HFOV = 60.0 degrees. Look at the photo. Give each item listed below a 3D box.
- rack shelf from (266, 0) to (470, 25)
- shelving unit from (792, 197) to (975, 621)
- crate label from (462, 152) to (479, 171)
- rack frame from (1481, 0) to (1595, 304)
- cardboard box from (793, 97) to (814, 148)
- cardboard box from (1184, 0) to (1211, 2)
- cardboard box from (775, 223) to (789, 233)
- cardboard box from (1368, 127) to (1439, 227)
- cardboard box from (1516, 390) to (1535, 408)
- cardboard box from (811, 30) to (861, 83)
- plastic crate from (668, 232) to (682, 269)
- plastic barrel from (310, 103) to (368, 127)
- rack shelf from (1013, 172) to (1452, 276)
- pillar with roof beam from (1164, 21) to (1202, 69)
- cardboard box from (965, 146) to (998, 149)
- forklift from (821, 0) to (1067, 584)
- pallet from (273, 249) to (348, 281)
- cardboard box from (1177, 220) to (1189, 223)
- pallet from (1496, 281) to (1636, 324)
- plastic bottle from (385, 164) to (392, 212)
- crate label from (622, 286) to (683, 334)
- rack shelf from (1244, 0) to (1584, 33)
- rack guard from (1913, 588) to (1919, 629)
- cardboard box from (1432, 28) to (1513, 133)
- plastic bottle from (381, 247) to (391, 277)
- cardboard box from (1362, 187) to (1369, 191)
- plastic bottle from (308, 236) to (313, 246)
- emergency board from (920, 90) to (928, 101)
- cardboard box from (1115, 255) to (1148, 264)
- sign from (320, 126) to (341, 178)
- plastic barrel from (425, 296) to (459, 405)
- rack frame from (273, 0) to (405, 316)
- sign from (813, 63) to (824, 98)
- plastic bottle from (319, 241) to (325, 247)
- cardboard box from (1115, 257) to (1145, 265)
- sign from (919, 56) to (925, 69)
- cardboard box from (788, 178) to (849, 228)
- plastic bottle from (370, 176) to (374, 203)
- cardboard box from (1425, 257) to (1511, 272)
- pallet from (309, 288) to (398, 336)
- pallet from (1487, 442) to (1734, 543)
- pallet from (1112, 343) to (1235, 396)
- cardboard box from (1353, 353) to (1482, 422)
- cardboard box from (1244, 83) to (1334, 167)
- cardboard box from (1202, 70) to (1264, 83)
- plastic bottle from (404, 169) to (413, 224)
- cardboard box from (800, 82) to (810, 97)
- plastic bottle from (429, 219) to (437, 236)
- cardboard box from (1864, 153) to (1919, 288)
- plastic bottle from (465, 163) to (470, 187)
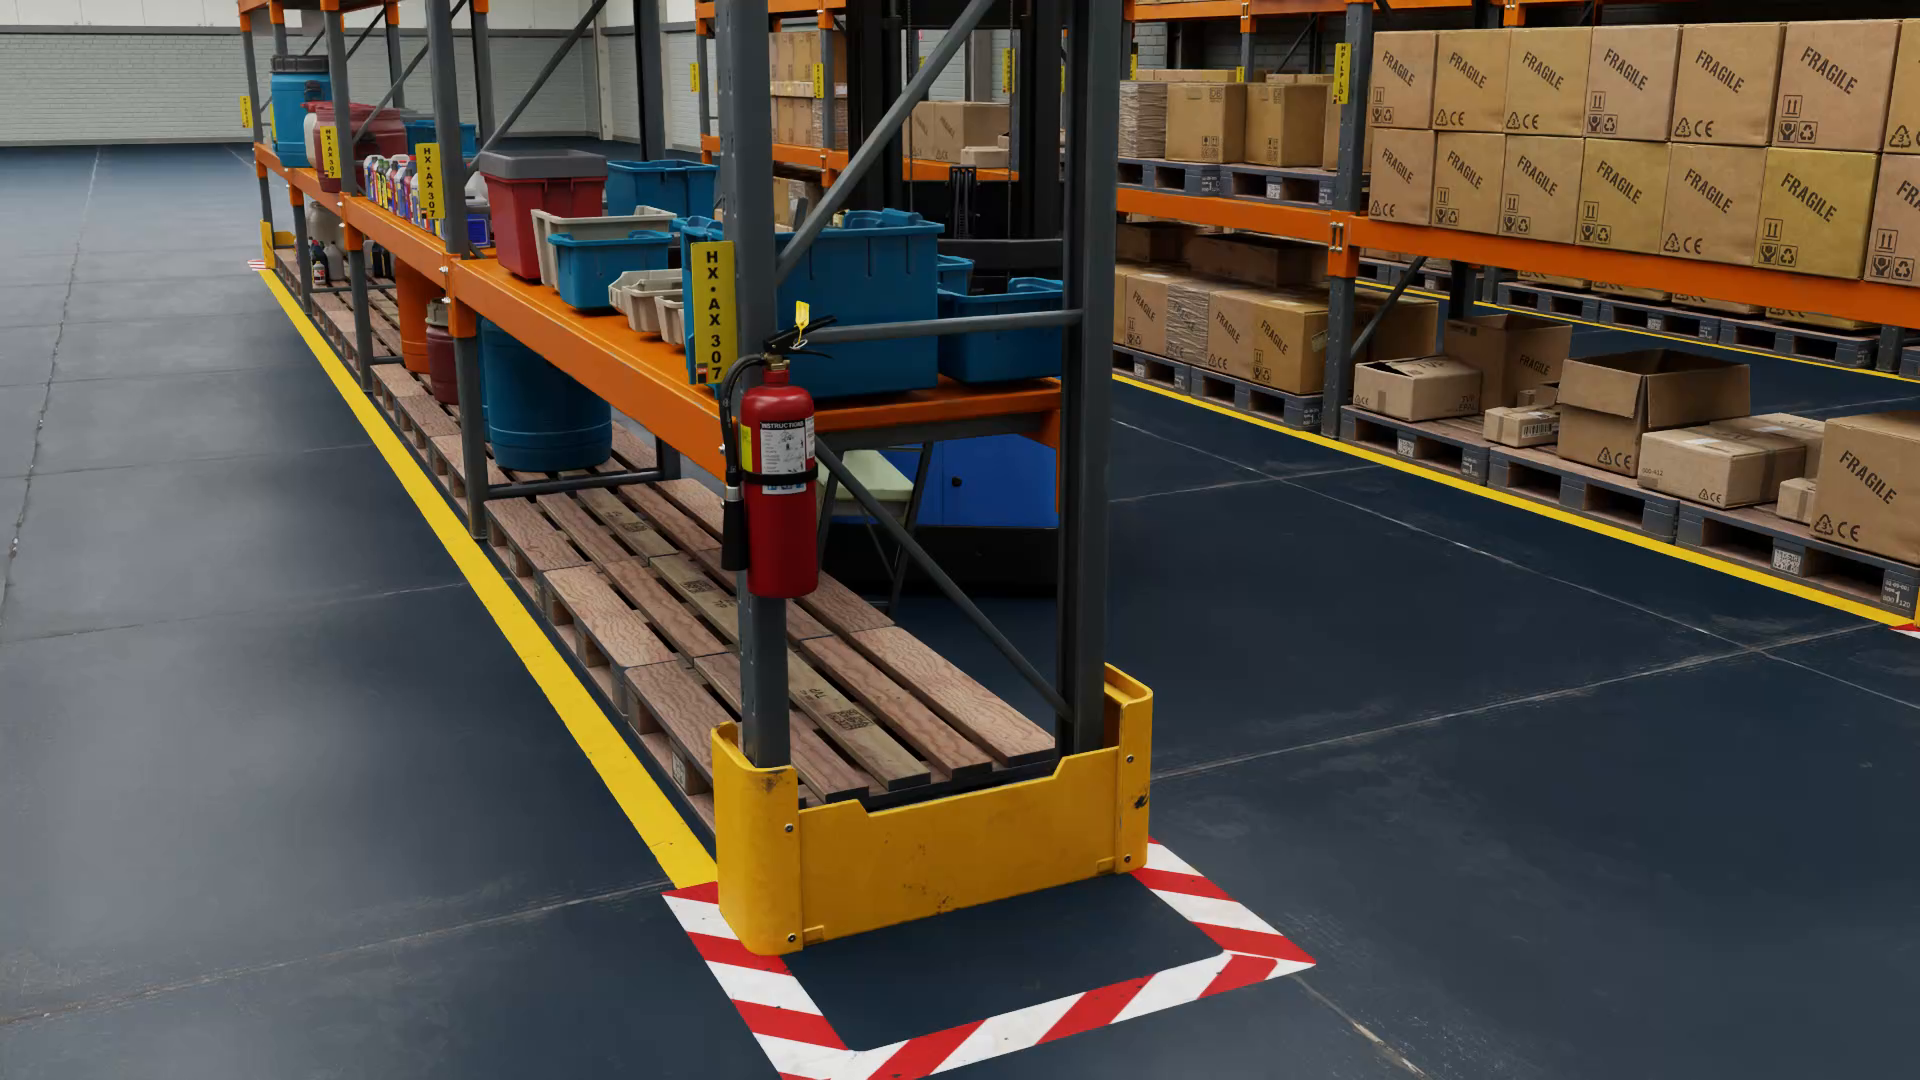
[{"bbox_3d":[-4.460,-4.092,12.439,1.077,0.370,4.000,-8,18,-25],"label":"rack shelf"},{"bbox_3d":[-0.448,-0.491,6.517,0.431,1.500,0.755,1,24,-30],"label":"shelving unit"},{"bbox_3d":[-3.431,-2.570,11.571,0.303,0.233,0.416,-8,18,-25],"label":"crate label"},{"bbox_3d":[5.322,-3.698,15.197,1.000,3.000,0.127,-8,18,-25],"label":"rack frame"},{"bbox_3d":[-1.319,-4.377,17.384,0.700,0.500,0.500,-8,18,-25],"label":"cardboard box"},{"bbox_3d":[2.916,-6.411,18.998,0.500,0.500,0.500,-9,18,-30],"label":"cardboard box"},{"bbox_3d":[-1.724,-3.306,18.056,0.500,0.250,0.500,-8,18,-25],"label":"cardboard box"},{"bbox_3d":[2.601,-1.995,9.083,0.500,0.500,0.500,-7,17,-23],"label":"cardboard box"},{"bbox_3d":[3.346,-0.755,9.313,0.380,0.149,0.250,-8,18,-25],"label":"cardboard box"},{"bbox_3d":[-1.082,-4.871,16.752,0.700,0.500,0.500,-8,18,-25],"label":"cardboard box"},{"bbox_3d":[-1.099,-1.160,6.745,0.437,0.125,0.590,-8,18,-25],"label":"plastic crate"},{"bbox_3d":[-4.793,-3.112,12.910,0.433,0.535,0.433,0,16,0],"label":"plastic barrel"},{"bbox_3d":[1.747,-2.256,11.479,1.077,0.370,4.000,-8,18,-25],"label":"rack shelf"},{"bbox_3d":[-0.968,-7.976,19.229,9.100,9.000,0.400,-8,18,-25],"label":"pillar with roof beam"},{"bbox_3d":[0.261,-3.287,14.221,0.380,0.149,0.250,-6,17,-21],"label":"cardboard box"},{"bbox_3d":[0.051,-1.582,7.949,1.130,2.935,3.031,1,16,4],"label":"forklift"},{"bbox_3d":[-6.662,-2.928,17.573,1.003,0.211,1.213,-8,18,-25],"label":"pallet"},{"bbox_3d":[2.887,-3.930,20.377,0.380,0.149,0.250,-9,18,-29],"label":"cardboard box"},{"bbox_3d":[5.600,-2.153,14.869,1.003,0.211,1.213,-8,18,-25],"label":"pallet"},{"bbox_3d":[-3.296,-2.055,9.707,0.097,0.271,0.097,0,16,0],"label":"plastic bottle"},{"bbox_3d":[-0.857,-0.739,5.257,0.396,0.136,0.243,-8,18,-25],"label":"crate label"},{"bbox_3d":[4.446,-5.289,16.611,1.077,0.370,4.000,-8,18,-25],"label":"rack shelf"},{"bbox_3d":[4.342,0.068,6.606,1.175,0.500,0.348,-8,18,-25],"label":"rack guard"},{"bbox_3d":[2.803,-2.356,8.529,0.500,0.500,0.500,-8,18,-27],"label":"cardboard box"},{"bbox_3d":[-5.343,-2.594,15.478,0.061,0.283,0.133,-8,18,-25],"label":"plastic bottle"},{"bbox_3d":[4.334,-3.642,17.378,0.500,0.250,0.500,-8,18,-26],"label":"cardboard box"},{"bbox_3d":[-6.103,-2.683,15.667,0.144,0.351,0.185,-8,18,-25],"label":"plastic bottle"},{"bbox_3d":[-0.775,-7.717,29.205,0.194,1.169,0.643,-8,18,-25],"label":"emergency board"},{"bbox_3d":[1.491,-1.904,12.683,0.500,0.500,0.500,-7,17,-23],"label":"cardboard box"},{"bbox_3d":[-4.075,-2.511,10.765,0.100,0.325,0.005,-8,18,-25],"label":"sign"},{"bbox_3d":[-2.859,-1.144,9.909,0.600,0.588,0.708,-8,18,-25],"label":"plastic barrel"},{"bbox_3d":[-5.336,-3.492,14.482,1.000,3.000,0.127,-8,18,-25],"label":"rack frame"},{"bbox_3d":[-1.380,-4.477,16.199,0.100,0.325,0.005,-8,18,-25],"label":"sign"},{"bbox_3d":[-6.075,-2.704,15.863,0.061,0.283,0.133,-8,18,-25],"label":"plastic bottle"},{"bbox_3d":[1.048,-1.831,12.429,0.500,0.500,0.500,-8,18,-27],"label":"cardboard box"},{"bbox_3d":[-0.398,-4.676,16.653,0.100,0.325,0.005,-8,18,-25],"label":"sign"},{"bbox_3d":[-1.490,-3.544,17.528,0.500,0.500,0.500,-8,18,-25],"label":"cardboard box"},{"bbox_3d":[-3.616,-2.202,10.347,0.097,0.201,0.097,0,16,0],"label":"plastic bottle"},{"bbox_3d":[4.960,-2.880,16.082,0.700,0.500,0.500,-7,18,-24],"label":"cardboard box"},{"bbox_3d":[-4.957,-1.962,14.204,1.003,0.211,1.213,-8,18,-25],"label":"pallet"},{"bbox_3d":[3.461,-0.292,8.387,1.003,0.211,1.213,-8,18,-25],"label":"pallet"},{"bbox_3d":[1.694,-1.266,11.779,1.003,0.211,1.213,-8,18,-25],"label":"pallet"},{"bbox_3d":[2.613,-0.895,9.508,0.500,0.311,0.500,-8,18,-25],"label":"cardboard box"},{"bbox_3d":[2.258,-2.663,10.651,0.700,0.500,0.500,-5,17,-16],"label":"cardboard box"},{"bbox_3d":[3.085,-5.067,18.846,0.500,0.500,0.500,-8,18,-25],"label":"cardboard box"},{"bbox_3d":[-2.978,-1.869,9.039,0.061,0.283,0.133,-8,18,-25],"label":"plastic bottle"},{"bbox_3d":[-1.417,-4.617,17.046,0.380,0.149,0.250,-8,18,-27],"label":"cardboard box"},{"bbox_3d":[-2.609,-1.719,8.392,0.144,0.351,0.185,-8,18,-25],"label":"plastic bottle"},{"bbox_3d":[3.935,-1.241,6.454,0.500,0.500,0.500,-7,17,-23],"label":"cardboard box"},{"bbox_3d":[-2.480,-1.736,8.453,0.144,0.351,0.185,-8,18,-25],"label":"plastic bottle"}]
